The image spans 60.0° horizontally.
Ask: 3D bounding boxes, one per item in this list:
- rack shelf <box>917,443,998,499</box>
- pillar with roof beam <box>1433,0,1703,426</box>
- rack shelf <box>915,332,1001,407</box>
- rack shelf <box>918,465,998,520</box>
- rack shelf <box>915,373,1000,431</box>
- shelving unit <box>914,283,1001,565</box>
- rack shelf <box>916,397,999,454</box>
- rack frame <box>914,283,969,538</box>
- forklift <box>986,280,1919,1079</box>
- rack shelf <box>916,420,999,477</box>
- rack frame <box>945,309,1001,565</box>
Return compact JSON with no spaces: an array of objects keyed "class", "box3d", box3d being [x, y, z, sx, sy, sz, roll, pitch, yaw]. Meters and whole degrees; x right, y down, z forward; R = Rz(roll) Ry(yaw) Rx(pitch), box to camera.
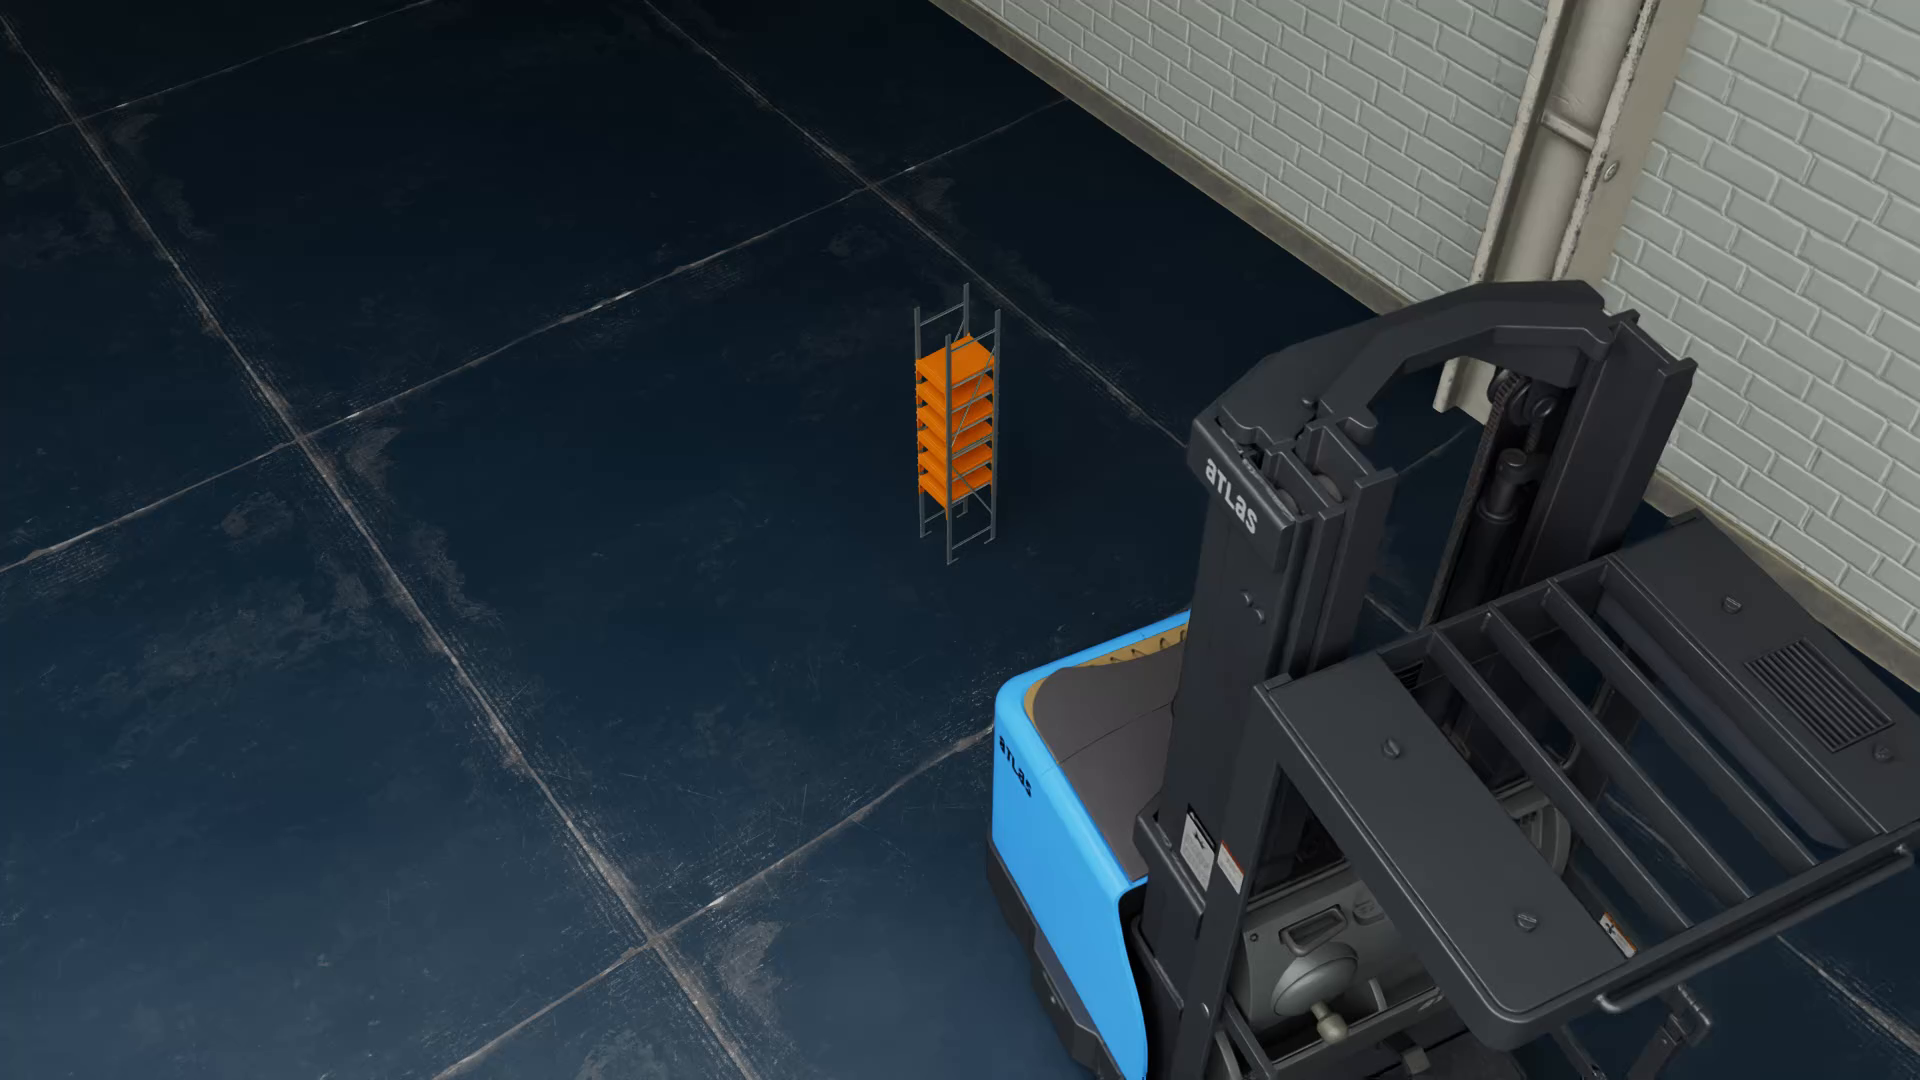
[{"class":"rack shelf","box3d":[-0.009,-0.301,6.434,0.258,0.103,0.180,-29,54,-24]},{"class":"pillar with roof beam","box3d":[-1.119,-1.630,2.152,9.100,9.000,0.400,-29,54,-24]},{"class":"rack shelf","box3d":[-0.009,-0.623,6.078,0.258,0.103,0.180,-29,54,-24]},{"class":"rack shelf","box3d":[-0.009,-0.220,6.523,0.258,0.103,0.180,-29,54,-24]},{"class":"rack shelf","box3d":[-0.009,-0.543,6.167,0.258,0.103,0.180,-29,54,-24]},{"class":"shelving unit","box3d":[-0.009,-0.412,6.312,0.258,1.200,0.189,-29,54,-24]},{"class":"rack shelf","box3d":[-0.009,-0.462,6.256,0.258,0.103,0.180,-29,54,-24]},{"class":"rack frame","box3d":[-0.064,-0.465,6.361,0.240,1.200,0.006,-29,54,-24]},{"class":"forklift","box3d":[1.174,0.998,3.866,1.130,2.935,3.031,-19,51,-17]},{"class":"rack shelf","box3d":[-0.009,-0.382,6.345,0.258,0.103,0.180,-29,54,-24]},{"class":"rack frame","box3d":[0.047,-0.358,6.263,0.240,1.200,0.006,-29,54,-24]}]
